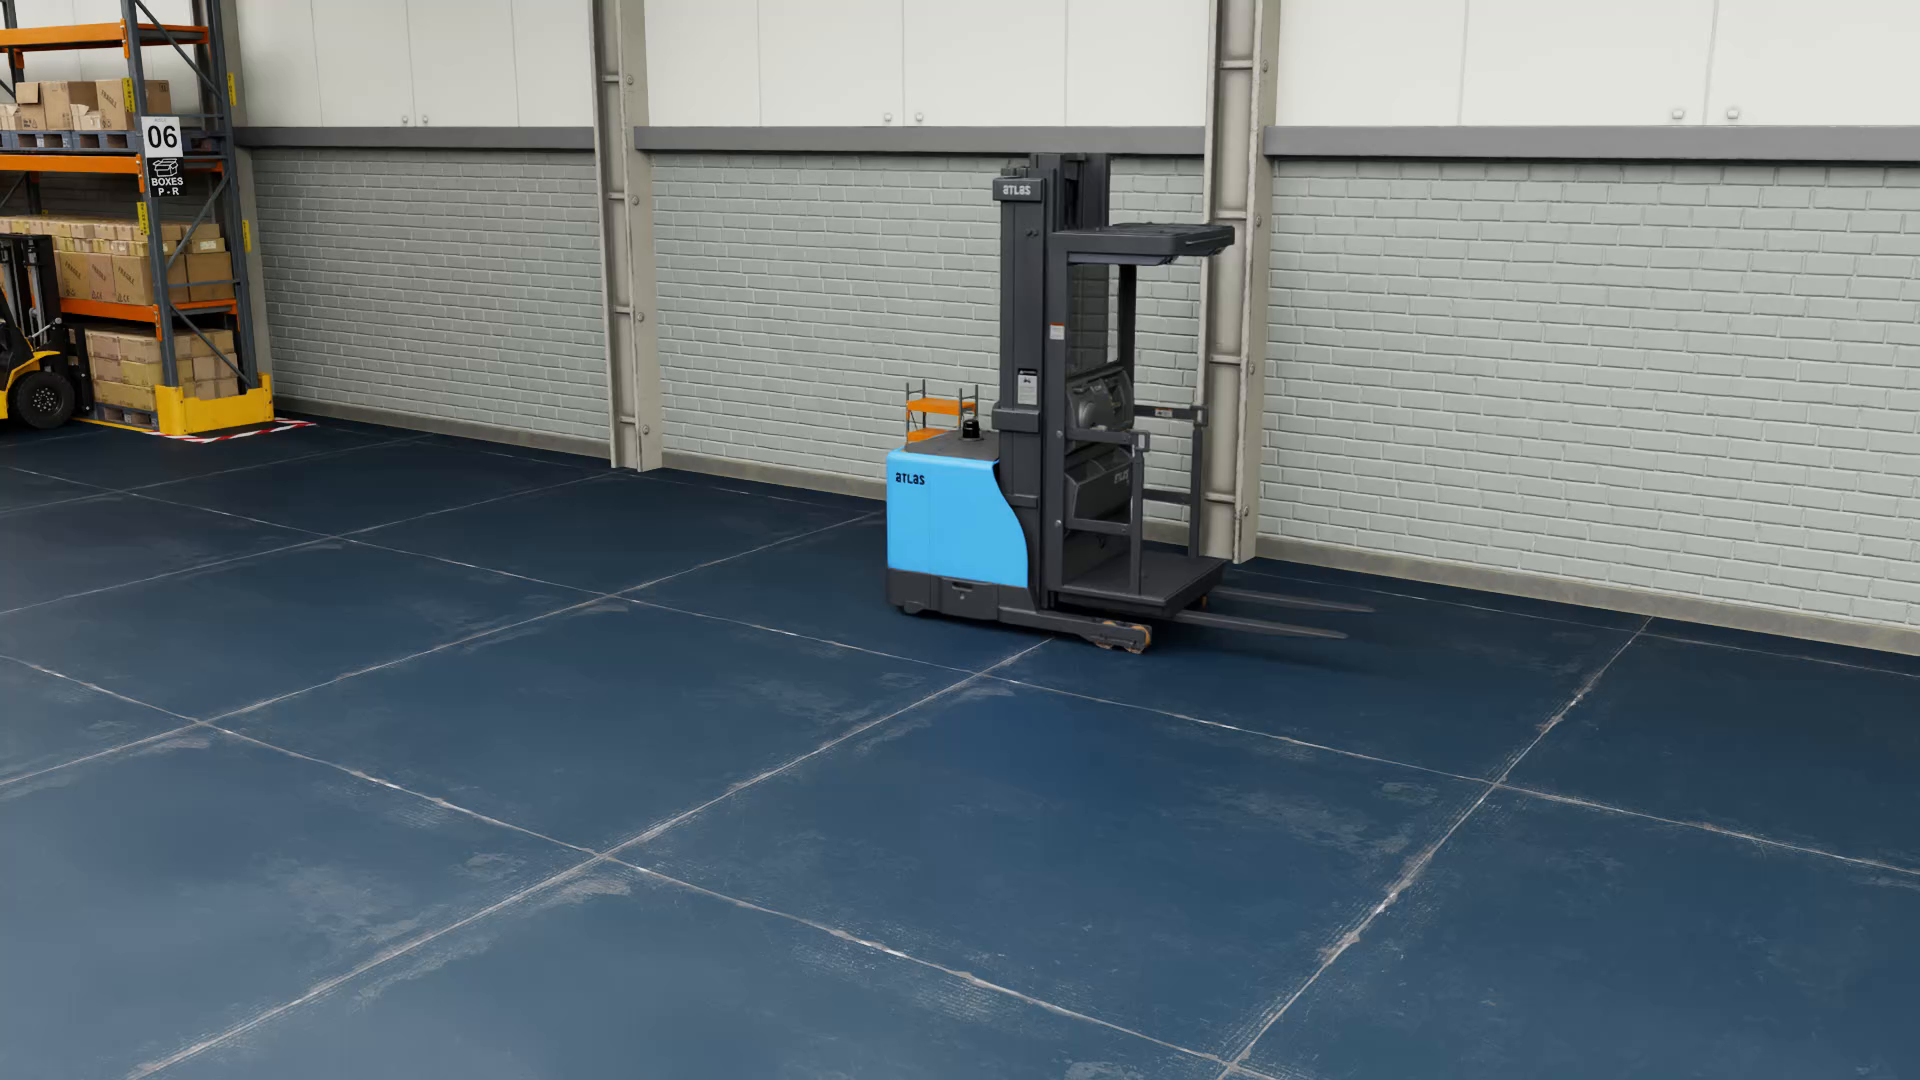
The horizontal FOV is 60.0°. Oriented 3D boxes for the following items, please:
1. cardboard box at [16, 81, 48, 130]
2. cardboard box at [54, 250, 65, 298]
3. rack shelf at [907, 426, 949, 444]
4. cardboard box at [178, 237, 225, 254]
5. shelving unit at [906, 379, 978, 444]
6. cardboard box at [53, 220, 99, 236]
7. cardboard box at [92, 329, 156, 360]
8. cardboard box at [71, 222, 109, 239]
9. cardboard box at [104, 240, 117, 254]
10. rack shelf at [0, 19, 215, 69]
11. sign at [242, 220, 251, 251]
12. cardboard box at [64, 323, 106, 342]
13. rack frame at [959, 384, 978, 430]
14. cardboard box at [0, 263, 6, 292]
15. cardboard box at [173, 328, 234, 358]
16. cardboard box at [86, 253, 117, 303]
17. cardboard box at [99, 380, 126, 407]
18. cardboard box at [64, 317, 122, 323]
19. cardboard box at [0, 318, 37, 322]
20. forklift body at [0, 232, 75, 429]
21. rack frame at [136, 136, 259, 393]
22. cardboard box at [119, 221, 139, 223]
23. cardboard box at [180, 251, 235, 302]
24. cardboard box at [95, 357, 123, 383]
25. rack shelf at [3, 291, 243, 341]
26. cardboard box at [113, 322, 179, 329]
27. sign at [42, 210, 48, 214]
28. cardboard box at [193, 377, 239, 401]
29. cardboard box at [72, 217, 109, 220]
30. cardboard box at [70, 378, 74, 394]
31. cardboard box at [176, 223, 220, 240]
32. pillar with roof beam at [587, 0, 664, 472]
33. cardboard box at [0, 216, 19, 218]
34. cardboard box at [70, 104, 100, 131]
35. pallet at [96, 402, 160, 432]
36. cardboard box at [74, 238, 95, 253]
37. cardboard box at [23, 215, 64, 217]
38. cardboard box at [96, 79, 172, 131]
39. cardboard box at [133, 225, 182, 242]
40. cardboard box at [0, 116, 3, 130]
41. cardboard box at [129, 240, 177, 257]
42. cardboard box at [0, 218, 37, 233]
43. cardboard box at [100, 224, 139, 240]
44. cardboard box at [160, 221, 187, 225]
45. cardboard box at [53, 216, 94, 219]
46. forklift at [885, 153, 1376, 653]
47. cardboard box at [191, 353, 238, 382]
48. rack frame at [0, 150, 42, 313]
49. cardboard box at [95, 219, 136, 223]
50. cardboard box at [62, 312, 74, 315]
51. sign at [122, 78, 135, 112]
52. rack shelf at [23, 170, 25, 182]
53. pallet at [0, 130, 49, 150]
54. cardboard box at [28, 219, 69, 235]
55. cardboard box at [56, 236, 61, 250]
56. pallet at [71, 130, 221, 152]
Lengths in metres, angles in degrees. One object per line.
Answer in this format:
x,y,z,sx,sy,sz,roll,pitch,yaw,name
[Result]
-9.688,-4.687,17.974,0.637,0.503,0.797,10,17,35,cardboard box
-9.755,-2.941,18.255,0.500,0.500,0.500,9,17,33,cardboard box
-0.137,-0.756,12.731,0.480,0.148,0.258,9,17,33,rack shelf
-8.063,-3.135,17.685,0.250,0.149,0.380,9,16,31,cardboard box
-0.137,-0.605,12.769,0.503,1.200,0.258,9,17,33,shelving unit
-9.617,-3.392,18.107,0.250,0.149,0.380,9,17,34,cardboard box
-8.910,-2.095,17.812,0.500,0.250,0.500,10,17,34,cardboard box
-9.239,-3.305,17.756,0.250,0.149,0.380,10,17,34,cardboard box
-8.780,-3.103,17.559,0.250,0.149,0.380,10,17,34,cardboard box
-9.586,-5.311,17.880,4.000,0.370,1.077,9,17,33,rack shelf
-7.612,-3.242,17.713,0.005,0.325,0.100,9,17,33,sign
-9.750,-2.230,18.358,0.500,0.250,0.500,9,16,32,cardboard box
0.065,-0.572,12.636,0.015,1.200,0.240,9,17,33,rack frame
-10.582,-3.081,18.818,0.500,0.500,0.500,10,17,34,cardboard box
-8.220,-2.131,17.955,0.500,0.250,0.500,9,16,32,cardboard box
-8.907,-2.808,17.714,0.500,0.500,0.500,10,17,35,cardboard box
-8.900,-1.612,17.940,0.500,0.250,0.500,9,17,33,cardboard box
-9.888,-2.402,19.051,0.500,0.250,0.500,9,17,33,cardboard box
-10.601,-2.367,18.909,0.500,0.250,0.500,9,17,33,cardboard box
-10.518,-2.152,17.042,1.214,2.155,2.313,9,17,33,forklift body
-7.926,-2.674,17.382,0.127,3.000,1.000,9,17,33,rack frame
-8.941,-3.410,18.180,0.250,0.149,0.380,10,17,35,cardboard box
-8.182,-2.844,17.863,0.500,0.500,0.500,10,17,35,cardboard box
-8.915,-1.858,17.895,0.500,0.250,0.500,9,17,32,cardboard box
-9.586,-2.593,18.552,4.000,0.370,1.077,9,17,33,rack shelf
-9.045,-2.266,18.502,0.500,0.250,0.500,9,17,32,cardboard box
-10.937,-3.780,19.884,0.005,0.325,0.100,9,17,33,sign
-8.225,-1.648,18.086,0.500,0.250,0.500,9,17,33,cardboard box
-9.767,-3.557,18.774,0.250,0.149,0.380,9,16,32,cardboard box
-9.754,-1.746,18.481,0.500,0.250,0.500,10,17,35,cardboard box
-8.086,-3.269,17.611,0.250,0.149,0.380,9,16,32,cardboard box
-5.425,-4.196,11.047,0.400,9.000,9.100,9,17,33,pillar with roof beam
-10.869,-3.603,18.957,0.250,0.149,0.380,9,17,34,cardboard box
-8.994,-4.402,17.317,0.258,0.266,0.396,9,17,33,cardboard box
-8.584,-1.415,18.098,1.213,0.211,1.003,9,17,33,pallet
-9.227,-3.165,17.809,0.250,0.149,0.380,9,16,31,cardboard box
-10.627,-3.694,19.325,0.250,0.149,0.380,9,16,31,cardboard box
-8.430,-4.442,16.991,0.500,0.500,0.500,10,17,35,cardboard box
-8.341,-3.188,17.281,0.250,0.149,0.380,9,17,33,cardboard box
-10.405,-4.573,18.253,0.250,0.149,0.380,10,17,34,cardboard box
-8.370,-3.028,17.255,0.250,0.149,0.380,9,17,34,cardboard box
-10.506,-3.512,18.590,0.250,0.149,0.380,10,17,34,cardboard box
-8.795,-3.244,17.510,0.250,0.149,0.380,10,17,34,cardboard box
-8.511,-3.344,17.911,0.250,0.149,0.380,10,17,34,cardboard box
-10.157,-3.640,19.107,0.250,0.149,0.380,9,16,32,cardboard box
1.056,-0.883,10.290,3.031,2.935,1.130,7,16,27,forklift
-8.201,-1.890,18.024,0.500,0.250,0.500,10,17,34,cardboard box
-11.245,-3.210,19.549,0.127,3.000,1.000,9,17,33,rack frame
-9.353,-3.482,18.472,0.250,0.149,0.380,9,17,33,cardboard box
-10.729,-2.537,19.598,0.500,0.250,0.500,10,17,34,cardboard box
-8.241,-4.415,16.496,0.005,0.325,0.100,9,17,33,sign
-12.905,-4.585,20.359,4.000,0.370,1.077,9,17,33,rack shelf
-10.523,-4.514,18.758,1.213,0.211,1.003,9,17,33,pallet
-10.033,-3.459,18.378,0.250,0.149,0.380,9,17,33,cardboard box
-9.605,-3.247,18.138,0.250,0.149,0.380,9,17,32,cardboard box
-8.499,-4.187,17.437,1.213,0.211,1.003,9,17,33,pallet
